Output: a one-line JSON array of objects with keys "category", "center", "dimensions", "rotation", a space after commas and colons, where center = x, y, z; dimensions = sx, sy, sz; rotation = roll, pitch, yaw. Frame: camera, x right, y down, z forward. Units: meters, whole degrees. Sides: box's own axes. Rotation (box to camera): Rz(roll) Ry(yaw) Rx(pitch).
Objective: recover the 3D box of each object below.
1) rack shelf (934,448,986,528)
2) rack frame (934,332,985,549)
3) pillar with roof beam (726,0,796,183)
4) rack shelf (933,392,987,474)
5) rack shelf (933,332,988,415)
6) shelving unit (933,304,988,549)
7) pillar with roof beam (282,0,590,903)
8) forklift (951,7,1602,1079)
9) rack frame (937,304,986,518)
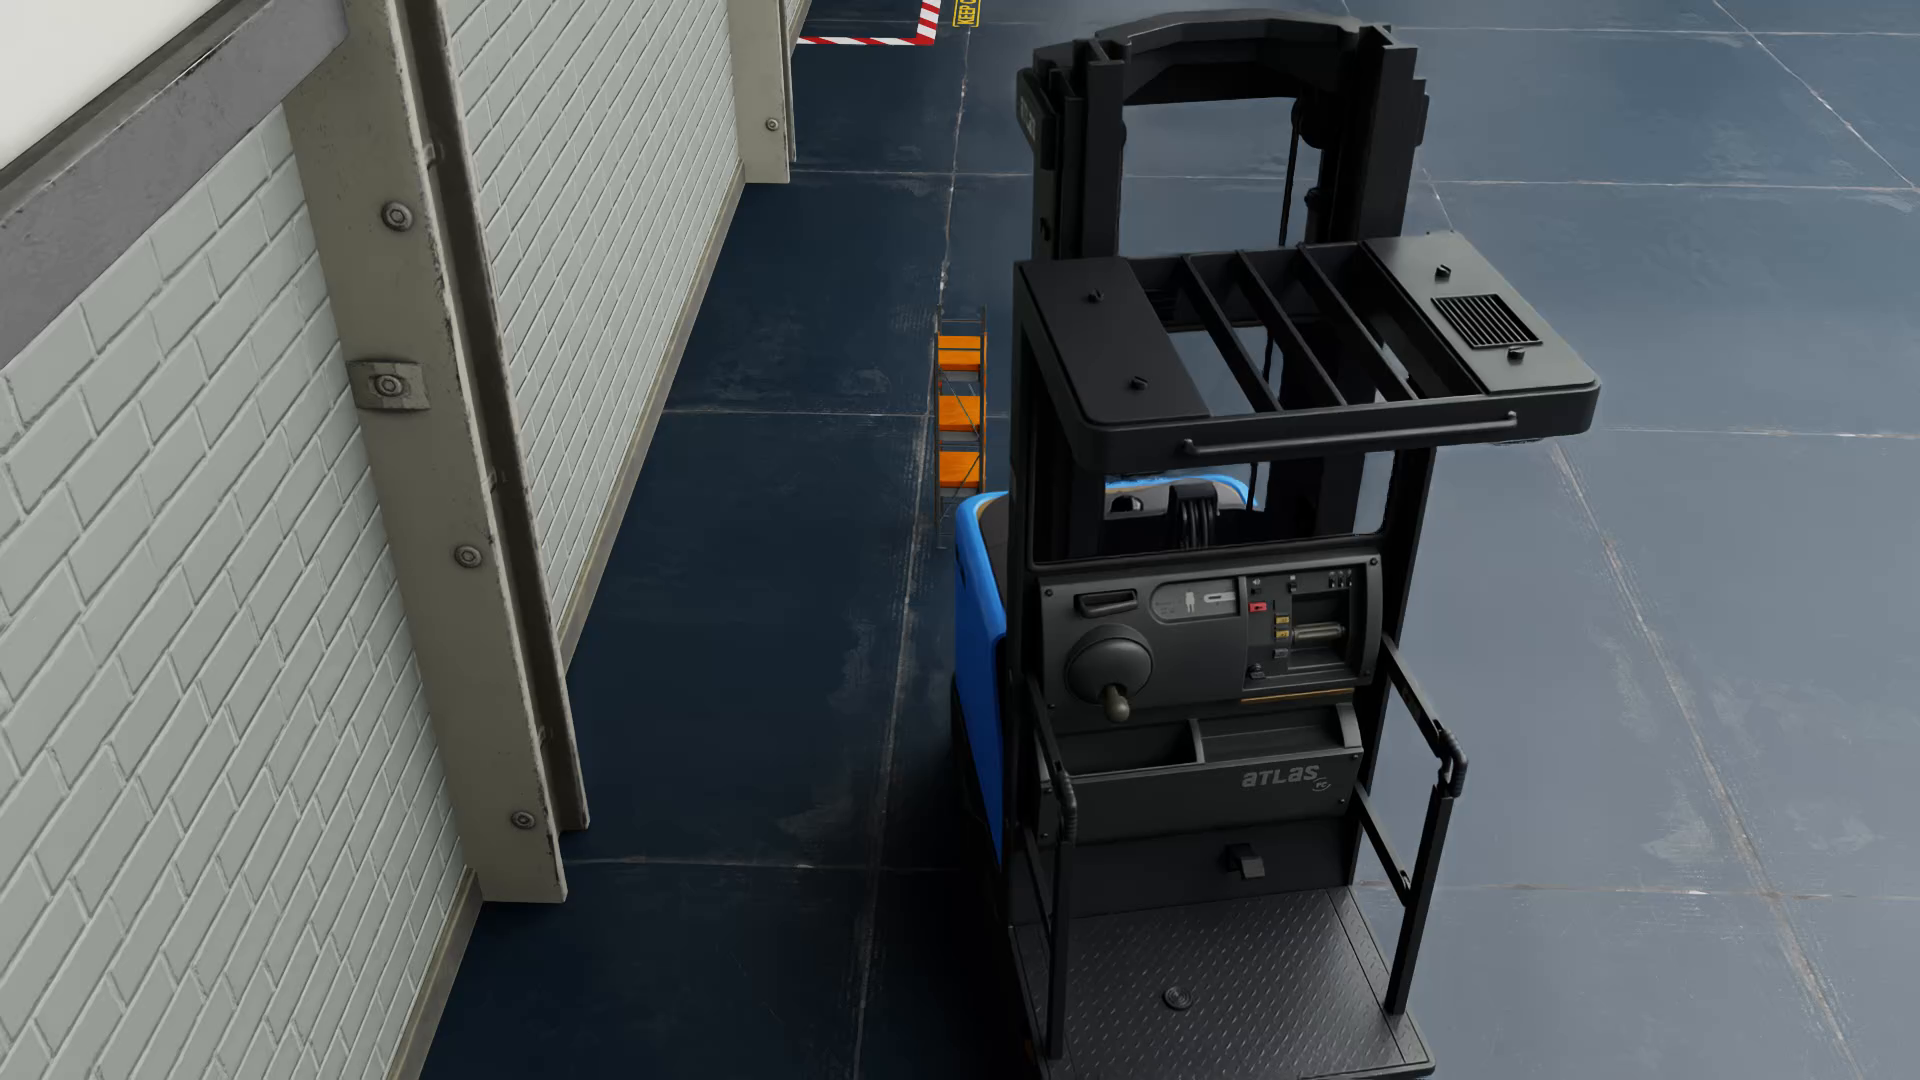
[{"category": "rack shelf", "center": [0.002, -0.224, 7.158], "dimensions": [0.215, 0.259, 0.240], "rotation": [1, 35, 2]}, {"category": "rack frame", "center": [-0.003, -0.390, 6.892], "dimensions": [0.200, 1.050, 0.008], "rotation": [1, 35, 2]}, {"category": "pillar with roof beam", "center": [3.079, -5.939, 7.875], "dimensions": [9.100, 9.000, 0.400], "rotation": [1, 35, 2]}, {"category": "rack shelf", "center": [0.002, -0.452, 6.998], "dimensions": [0.215, 0.259, 0.240], "rotation": [1, 35, 2]}, {"category": "rack shelf", "center": [0.002, -0.684, 6.835], "dimensions": [0.215, 0.259, 0.240], "rotation": [1, 35, 2]}, {"category": "shelving unit", "center": [0.002, -0.460, 6.992], "dimensions": [0.215, 1.050, 0.252], "rotation": [1, 35, 2]}, {"category": "pillar with roof beam", "center": [2.838, -2.492, 2.970], "dimensions": [9.100, 9.000, 0.400], "rotation": [1, 35, 2]}, {"category": "forklift", "center": [0.706, 0.318, 4.248], "dimensions": [1.130, 2.935, 3.031], "rotation": [-5, 35, -7]}, {"category": "rack frame", "center": [0.007, -0.530, 7.092], "dimensions": [0.200, 1.050, 0.008], "rotation": [1, 35, 2]}]
